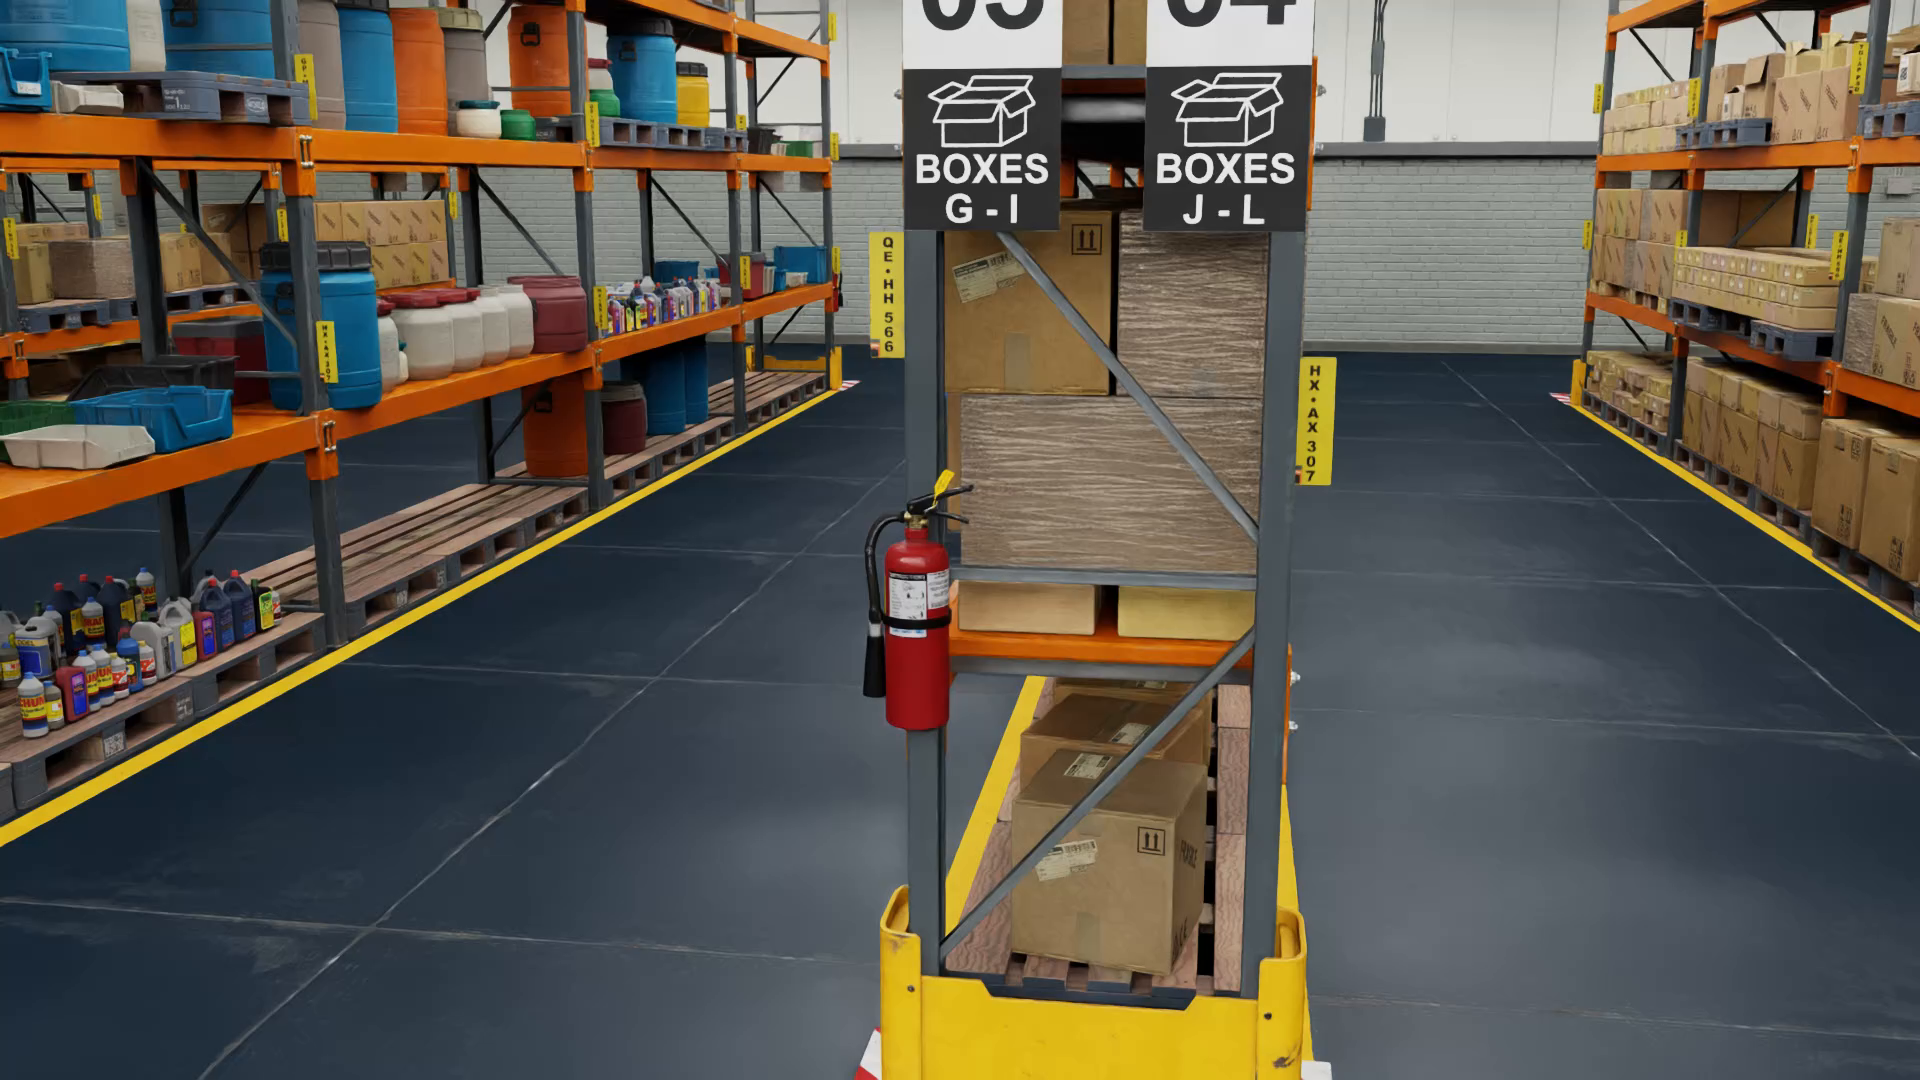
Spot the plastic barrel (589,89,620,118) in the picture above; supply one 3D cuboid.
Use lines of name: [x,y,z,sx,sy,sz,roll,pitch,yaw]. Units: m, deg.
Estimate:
plastic barrel: [-2.913,-3.530,13.503,0.294,0.245,0.294,0,12,0]

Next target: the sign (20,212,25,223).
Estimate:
sign: [-12.410,-4.188,22.065,0.100,0.325,0.005,2,12,9]

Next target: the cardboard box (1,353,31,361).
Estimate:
cardboard box: [-12.025,-2.333,20.634,0.700,0.500,0.500,1,12,7]

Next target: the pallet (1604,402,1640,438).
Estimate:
pallet: [7.345,-1.244,17.264,1.003,0.211,1.213,2,12,9]

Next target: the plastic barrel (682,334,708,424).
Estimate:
plastic barrel: [-2.789,-1.620,16.376,0.600,0.901,0.708,2,12,9]

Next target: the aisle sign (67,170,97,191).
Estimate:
aisle sign: [-11.555,-4.983,21.826,0.394,0.787,0.004,2,12,9]

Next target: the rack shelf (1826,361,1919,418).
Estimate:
rack shelf: [6.168,-0.611,9.414,1.077,0.370,4.000,2,12,9]

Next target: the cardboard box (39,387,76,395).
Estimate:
cardboard box: [-7.770,-1.070,14.727,0.500,0.500,0.500,1,12,7]

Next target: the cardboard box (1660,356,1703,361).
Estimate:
cardboard box: [7.866,-1.920,18.138,0.380,0.149,0.250,2,12,7]

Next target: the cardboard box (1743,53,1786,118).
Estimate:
cardboard box: [6.724,-3.616,13.291,0.797,0.503,0.637,2,12,8]

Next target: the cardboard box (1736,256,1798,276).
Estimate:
cardboard box: [6.299,-2.138,12.981,0.380,0.149,0.250,2,12,11]

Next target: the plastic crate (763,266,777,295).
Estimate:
plastic crate: [-2.271,-2.837,18.175,0.437,0.282,0.530,2,12,9]

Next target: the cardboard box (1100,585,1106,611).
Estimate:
cardboard box: [0.239,0.110,4.960,0.380,0.149,0.250,2,12,9]

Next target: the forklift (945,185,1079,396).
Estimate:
forklift: [0.495,-2.171,15.111,1.130,2.935,3.031,2,12,8]

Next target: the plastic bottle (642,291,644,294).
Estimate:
plastic bottle: [-3.066,-2.296,15.999,0.097,0.201,0.097,0,12,0]

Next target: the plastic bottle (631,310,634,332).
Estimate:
plastic bottle: [-2.781,-1.851,13.932,0.097,0.201,0.097,0,12,0]

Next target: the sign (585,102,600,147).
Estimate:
sign: [-2.759,-3.120,12.477,0.100,0.325,0.005,2,12,9]

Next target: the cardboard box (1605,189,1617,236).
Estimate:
cardboard box: [7.304,-3.537,17.969,0.500,0.500,0.500,2,12,10]

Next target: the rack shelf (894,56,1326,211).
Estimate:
rack shelf: [0.668,-1.426,6.078,1.077,0.370,4.000,2,12,9]

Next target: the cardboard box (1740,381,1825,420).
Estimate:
cardboard box: [6.483,-1.090,13.089,0.500,0.250,0.500,2,12,10]

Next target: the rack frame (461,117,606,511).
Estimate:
rack frame: [-3.304,-1.721,12.858,1.000,3.000,0.127,2,12,9]

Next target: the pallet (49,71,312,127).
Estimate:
pallet: [-3.933,-2.109,7.987,1.213,0.211,1.003,2,12,9]

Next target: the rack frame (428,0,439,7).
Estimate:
rack frame: [-6.967,-6.480,20.702,1.000,3.000,0.127,2,12,9]

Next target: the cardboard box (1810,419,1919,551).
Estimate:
cardboard box: [6.293,-0.360,10.889,1.050,0.750,0.750,2,12,8]

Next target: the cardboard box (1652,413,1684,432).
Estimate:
cardboard box: [6.815,-1.116,15.820,0.380,0.149,0.250,2,12,9]

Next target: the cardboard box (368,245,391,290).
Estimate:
cardboard box: [-7.003,-3.178,19.381,0.500,0.500,0.500,2,12,8]

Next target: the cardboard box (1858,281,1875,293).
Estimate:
cardboard box: [6.826,-1.813,12.179,0.380,0.149,0.250,1,12,7]

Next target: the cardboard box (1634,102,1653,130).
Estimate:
cardboard box: [7.137,-4.280,16.781,0.500,0.250,0.500,1,12,7]

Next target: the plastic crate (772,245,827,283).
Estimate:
plastic crate: [-1.940,-3.357,20.224,0.616,0.435,0.499,2,12,9]

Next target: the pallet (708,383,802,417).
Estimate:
pallet: [-2.428,-1.599,18.914,1.003,0.211,1.213,2,12,9]

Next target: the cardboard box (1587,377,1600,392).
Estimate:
cardboard box: [7.309,-1.757,18.796,0.380,0.149,0.250,2,12,10]

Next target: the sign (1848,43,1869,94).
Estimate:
sign: [5.940,-3.116,10.983,0.100,0.325,0.005,2,12,9]

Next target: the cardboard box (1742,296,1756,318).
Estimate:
cardboard box: [6.258,-1.792,12.787,0.380,0.149,0.250,1,12,6]

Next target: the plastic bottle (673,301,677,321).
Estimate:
plastic bottle: [-2.610,-2.082,15.004,0.097,0.201,0.097,0,12,0]

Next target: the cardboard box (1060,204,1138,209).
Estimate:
cardboard box: [0.351,-0.909,5.774,0.500,0.500,0.500,2,12,9]

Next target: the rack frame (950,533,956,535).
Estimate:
rack frame: [0.027,-0.550,12.052,0.200,1.050,0.008,2,12,9]

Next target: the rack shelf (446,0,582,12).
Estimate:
rack shelf: [-3.611,-3.690,10.412,1.077,0.370,4.000,2,12,9]

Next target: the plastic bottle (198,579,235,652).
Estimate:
plastic bottle: [-3.763,0.375,8.377,0.144,0.351,0.185,1,12,6]

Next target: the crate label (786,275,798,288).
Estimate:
crate label: [-2.097,-2.992,19.242,0.396,0.136,0.243,2,12,9]

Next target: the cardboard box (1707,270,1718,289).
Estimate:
cardboard box: [6.420,-2.154,13.762,0.380,0.149,0.250,2,12,11]

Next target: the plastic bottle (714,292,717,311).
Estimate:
plastic bottle: [-2.420,-2.339,16.198,0.097,0.201,0.097,0,12,0]

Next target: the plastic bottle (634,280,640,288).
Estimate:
plastic bottle: [-3.187,-2.406,16.315,0.061,0.283,0.133,2,12,9]

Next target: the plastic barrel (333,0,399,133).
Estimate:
plastic barrel: [-3.854,-2.985,10.413,0.600,0.901,0.708,2,12,9]

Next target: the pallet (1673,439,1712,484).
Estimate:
pallet: [6.973,-0.686,14.676,1.003,0.211,1.213,2,12,9]

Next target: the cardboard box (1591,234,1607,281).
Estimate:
cardboard box: [7.364,-3.154,18.564,0.500,0.500,0.500,2,12,11]

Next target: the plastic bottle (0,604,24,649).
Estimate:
plastic bottle: [-4.547,0.474,7.917,0.144,0.351,0.185,2,12,8]

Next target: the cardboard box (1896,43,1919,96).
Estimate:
cardboard box: [6.147,-2.912,10.243,0.500,0.311,0.500,2,12,9]

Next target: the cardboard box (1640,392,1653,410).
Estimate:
cardboard box: [6.879,-1.357,16.236,0.380,0.149,0.250,1,12,7]

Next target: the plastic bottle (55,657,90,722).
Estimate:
plastic bottle: [-3.894,0.643,7.291,0.061,0.283,0.133,2,12,10]

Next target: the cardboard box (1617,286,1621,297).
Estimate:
cardboard box: [7.336,-2.697,17.986,0.380,0.149,0.250,2,12,11]

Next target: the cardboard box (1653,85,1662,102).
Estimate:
cardboard box: [7.042,-4.388,16.336,0.380,0.149,0.250,2,12,8]

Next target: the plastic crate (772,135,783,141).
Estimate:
plastic crate: [-2.408,-4.718,19.954,0.497,0.269,0.590,2,12,9]

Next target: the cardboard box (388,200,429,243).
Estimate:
cardboard box: [-6.841,-3.878,20.259,0.500,0.500,0.500,2,12,10]

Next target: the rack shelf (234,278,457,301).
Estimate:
rack shelf: [-7.275,-2.779,19.478,1.077,0.370,4.000,2,12,9]

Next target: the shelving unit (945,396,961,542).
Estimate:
shelving unit: [0.008,-0.524,11.934,0.215,1.050,0.252,2,12,9]

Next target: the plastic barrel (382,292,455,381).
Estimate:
plastic barrel: [-3.442,-1.299,10.580,0.433,0.535,0.433,0,12,0]

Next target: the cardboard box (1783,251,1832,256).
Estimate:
cardboard box: [7.100,-2.330,13.874,0.380,0.149,0.250,2,12,8]

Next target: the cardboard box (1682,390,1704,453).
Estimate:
cardboard box: [6.715,-1.049,14.679,0.500,0.500,0.500,2,12,11]

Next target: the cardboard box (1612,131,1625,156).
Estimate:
cardboard box: [7.299,-4.242,17.794,0.500,0.250,0.500,2,12,10]

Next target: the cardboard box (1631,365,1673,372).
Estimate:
cardboard box: [7.163,-1.718,17.205,0.380,0.149,0.250,2,12,9]
